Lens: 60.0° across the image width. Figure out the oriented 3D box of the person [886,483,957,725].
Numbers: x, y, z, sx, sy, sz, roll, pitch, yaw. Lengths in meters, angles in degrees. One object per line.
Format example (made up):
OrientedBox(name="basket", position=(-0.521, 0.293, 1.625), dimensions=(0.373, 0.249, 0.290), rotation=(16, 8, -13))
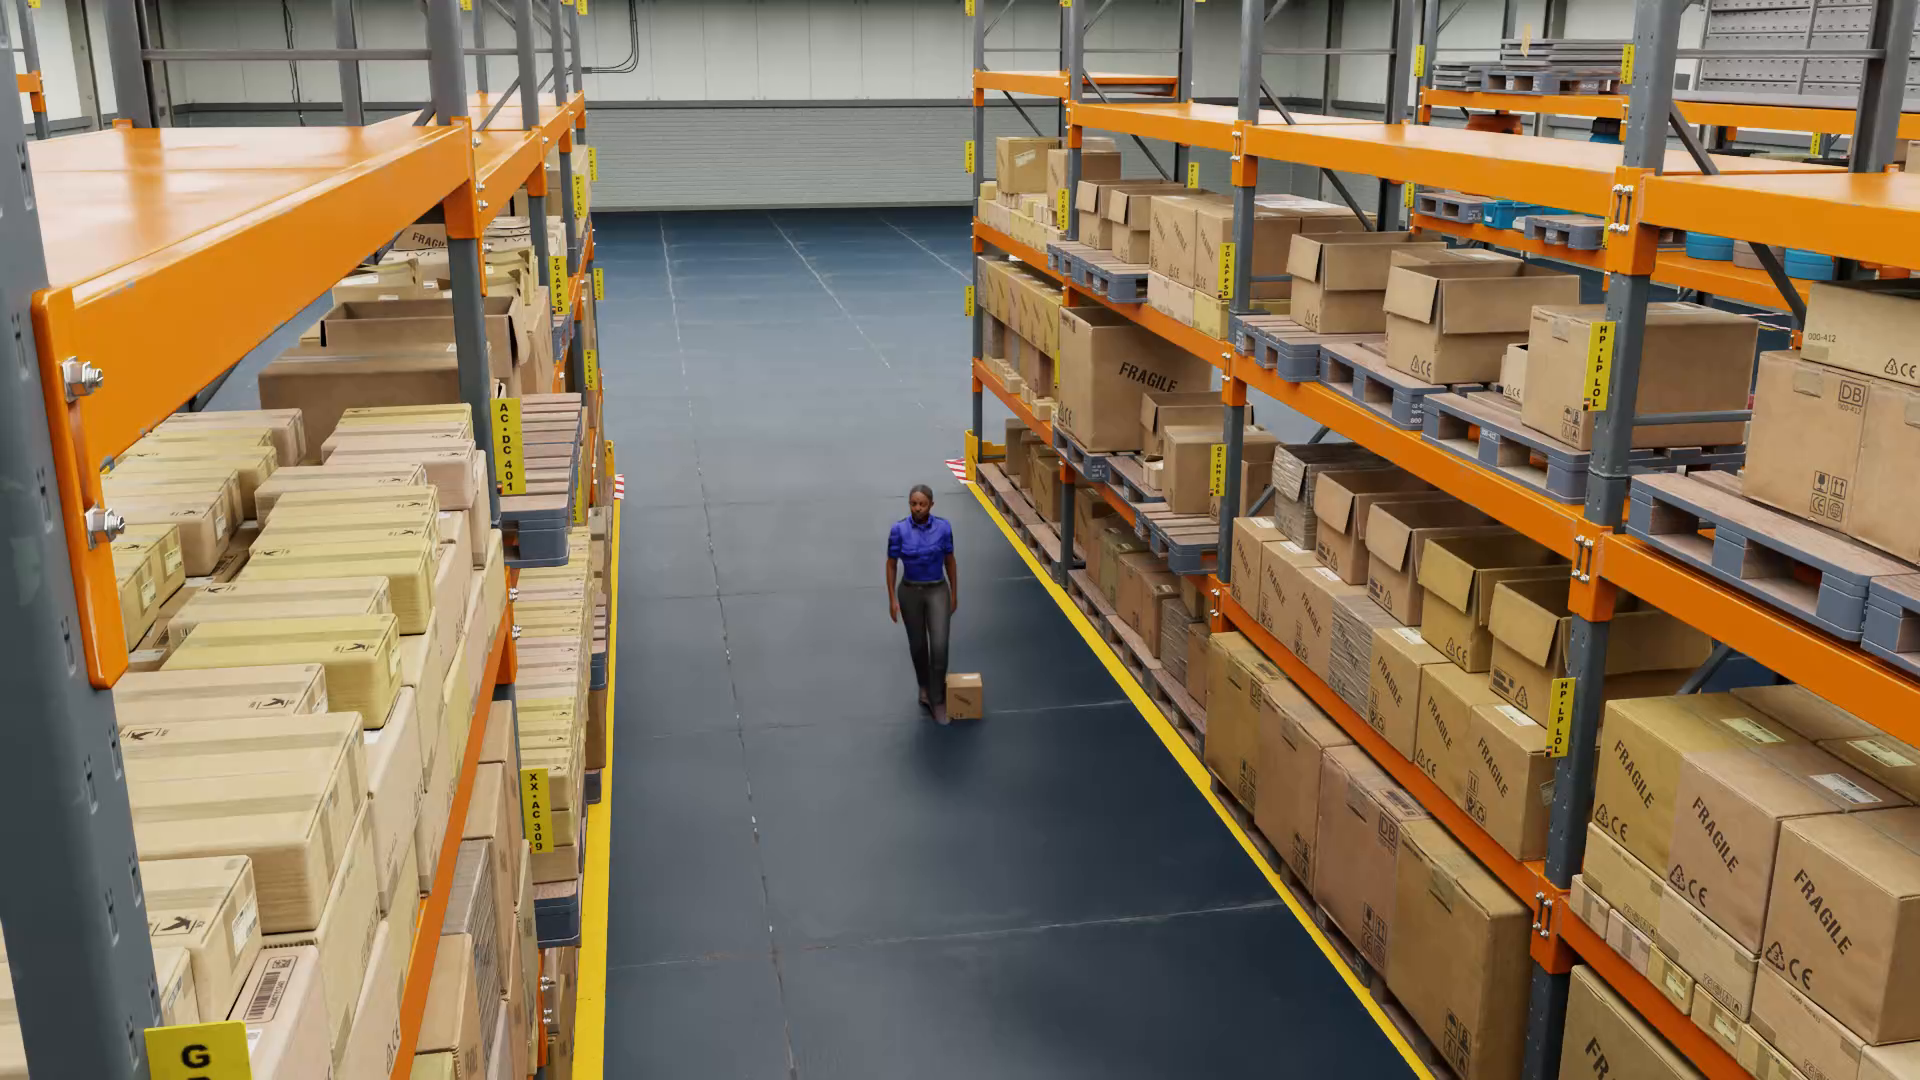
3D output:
OrientedBox(name="person", position=(-0.267, 0.428, 11.659), dimensions=(0.499, 1.706, 0.609), rotation=(0, 16, -1))
